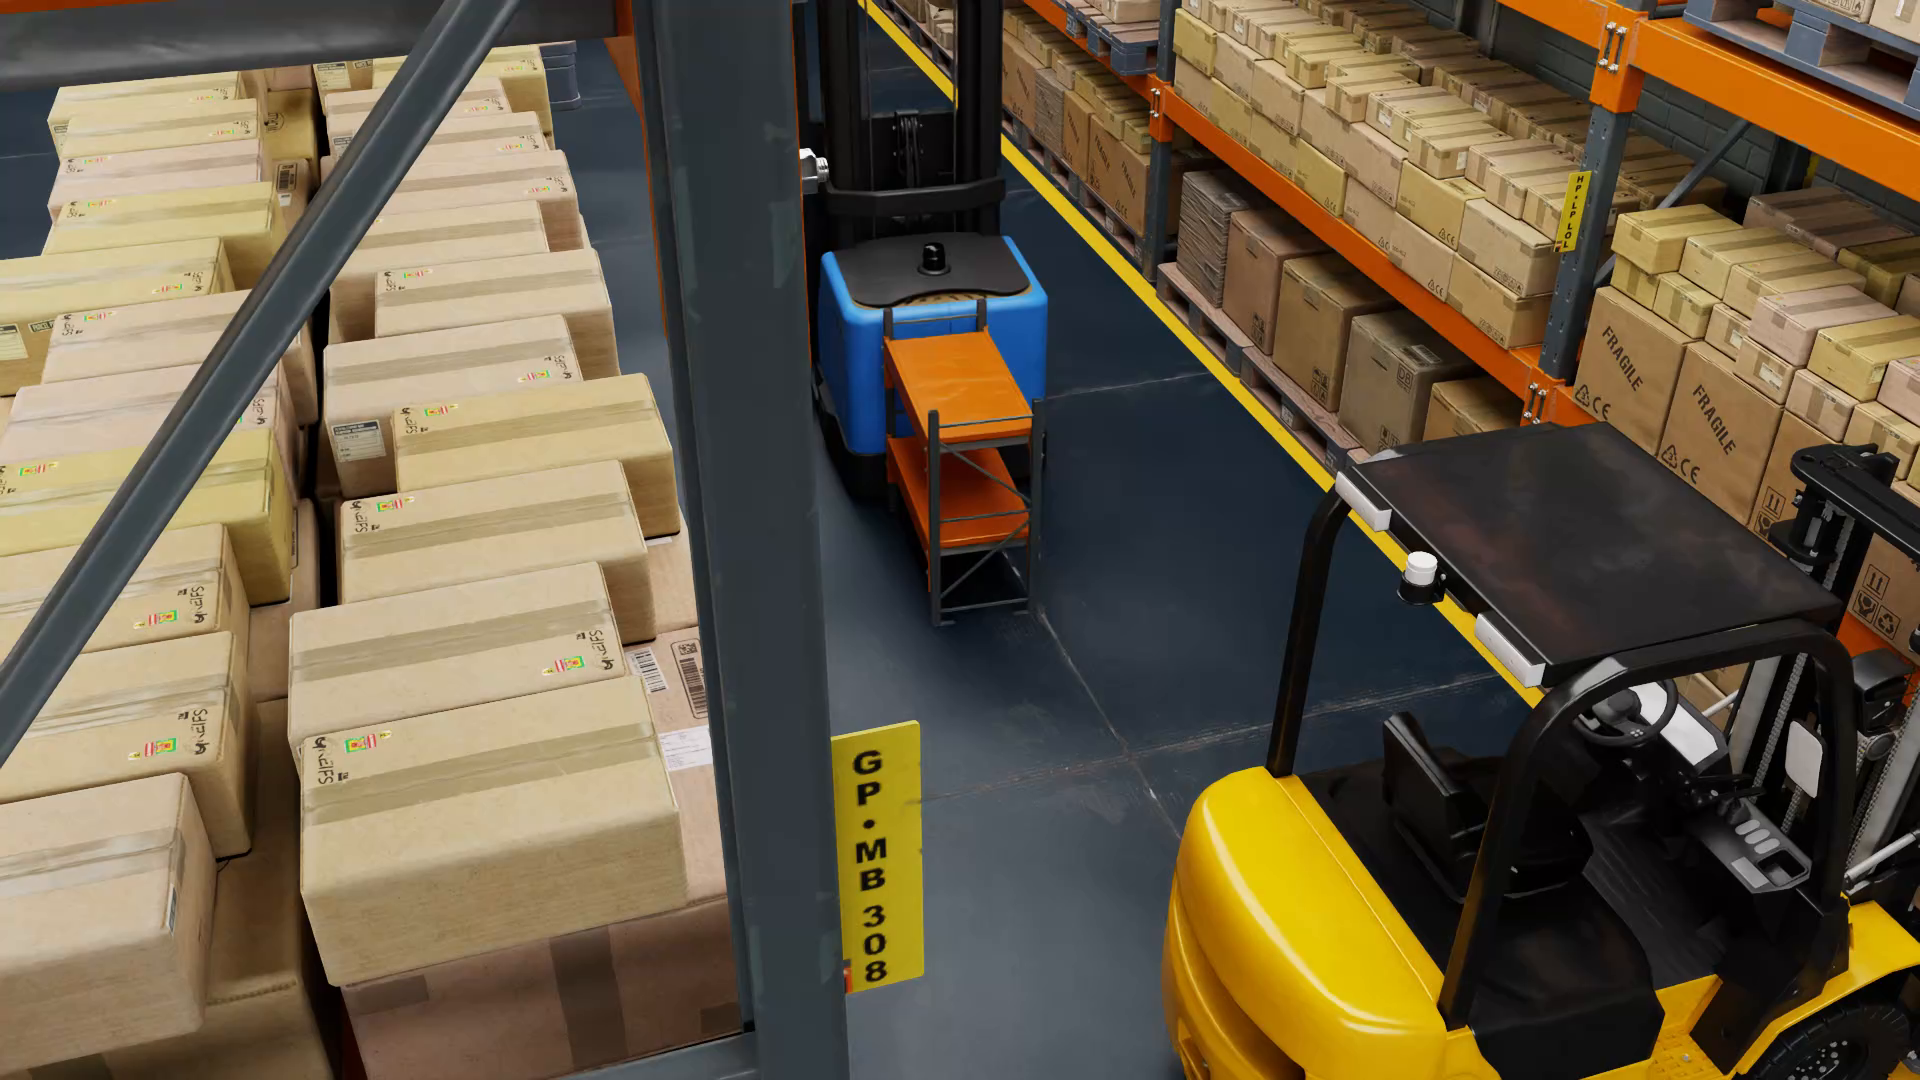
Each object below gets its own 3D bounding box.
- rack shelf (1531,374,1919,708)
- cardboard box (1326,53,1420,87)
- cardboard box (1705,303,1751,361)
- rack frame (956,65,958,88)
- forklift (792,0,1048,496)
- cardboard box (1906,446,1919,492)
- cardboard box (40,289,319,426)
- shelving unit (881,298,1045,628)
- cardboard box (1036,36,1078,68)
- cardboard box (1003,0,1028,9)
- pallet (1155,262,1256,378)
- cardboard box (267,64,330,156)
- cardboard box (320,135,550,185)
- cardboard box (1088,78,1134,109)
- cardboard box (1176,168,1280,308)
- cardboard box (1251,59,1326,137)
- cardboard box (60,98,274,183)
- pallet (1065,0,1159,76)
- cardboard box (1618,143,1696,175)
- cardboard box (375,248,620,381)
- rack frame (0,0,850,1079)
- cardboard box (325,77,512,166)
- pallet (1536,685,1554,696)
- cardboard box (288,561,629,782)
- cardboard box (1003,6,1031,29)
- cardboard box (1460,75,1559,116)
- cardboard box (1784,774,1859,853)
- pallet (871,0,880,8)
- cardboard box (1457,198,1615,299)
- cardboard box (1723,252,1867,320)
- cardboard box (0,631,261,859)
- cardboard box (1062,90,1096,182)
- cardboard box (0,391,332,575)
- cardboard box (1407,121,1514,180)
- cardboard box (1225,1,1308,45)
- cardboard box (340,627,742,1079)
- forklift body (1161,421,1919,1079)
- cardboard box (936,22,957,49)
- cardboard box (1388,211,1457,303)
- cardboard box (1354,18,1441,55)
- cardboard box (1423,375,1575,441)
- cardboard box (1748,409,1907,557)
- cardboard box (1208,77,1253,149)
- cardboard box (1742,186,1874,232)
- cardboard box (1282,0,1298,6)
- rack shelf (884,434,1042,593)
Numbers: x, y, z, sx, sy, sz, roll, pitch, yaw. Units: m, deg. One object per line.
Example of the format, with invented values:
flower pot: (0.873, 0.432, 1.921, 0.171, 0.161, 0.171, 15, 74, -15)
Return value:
rack shelf: (3.515, 0.426, 5.537, 1.077, 0.370, 4.000, -10, 35, -15)
cardboard box: (2.077, -2.324, 8.367, 0.380, 0.149, 0.250, -10, 35, -15)
cardboard box: (2.938, -0.757, 5.996, 0.380, 0.149, 0.250, -10, 35, -15)
rack frame: (0.465, -5.125, 13.285, 1.000, 3.000, 0.127, -10, 35, -15)
forklift: (-0.375, -2.253, 9.001, 1.130, 2.935, 3.031, -7, 34, -11)
cardboard box: (3.205, -0.210, 5.168, 0.380, 0.149, 0.250, -11, 35, -16)
cardboard box: (-1.273, -0.281, 2.738, 0.380, 0.149, 0.250, -11, 35, -16)
shelving unit: (-0.004, -0.377, 7.800, 0.538, 1.125, 1.048, -7, 34, -11)
cardboard box: (0.779, -3.620, 12.305, 0.380, 0.149, 0.250, -9, 34, -13)
cardboard box: (0.446, -4.290, 13.050, 0.380, 0.149, 0.250, -12, 35, -17)
pallet: (1.899, -1.422, 10.211, 1.003, 0.211, 1.213, -10, 35, -15)
cardboard box: (-1.947, -1.124, 4.375, 0.500, 0.250, 0.500, -11, 35, -16)
cardboard box: (-1.133, -0.679, 3.702, 0.500, 0.250, 0.500, -11, 35, -16)
cardboard box: (1.105, -3.074, 11.480, 0.380, 0.149, 0.250, -9, 35, -13)
cardboard box: (1.862, -1.879, 10.146, 0.875, 0.625, 0.625, -9, 34, -13)
cardboard box: (1.882, -2.356, 8.777, 0.500, 0.250, 0.500, -11, 35, -16)
cardboard box: (-1.678, -0.811, 3.540, 0.380, 0.149, 0.250, -11, 35, -16)
pallet: (1.411, -3.289, 10.680, 1.213, 0.211, 1.003, -10, 35, -15)
cardboard box: (2.970, -1.607, 7.282, 0.380, 0.149, 0.250, -11, 35, -16)
cardboard box: (-0.799, -0.368, 2.870, 0.380, 0.149, 0.250, -9, 35, -13)
rack frame: (-0.598, -0.491, 0.831, 0.949, 2.616, 0.053, -10, 35, -15)
cardboard box: (-1.184, -0.893, 3.664, 0.380, 0.149, 0.250, -11, 35, -16)
pallet: (3.108, 0.663, 7.054, 1.003, 0.211, 1.213, -10, 35, -15)
cardboard box: (-0.607, 0.182, 2.037, 0.380, 0.149, 0.250, -10, 35, -15)
cardboard box: (0.479, -4.162, 13.126, 0.380, 0.149, 0.250, -11, 35, -16)
cardboard box: (2.664, -2.136, 8.082, 0.380, 0.149, 0.250, -10, 35, -15)
cardboard box: (3.210, 0.940, 5.766, 0.500, 0.250, 0.500, -10, 35, -15)
pallet: (-0.488, -5.603, 16.538, 1.003, 0.211, 1.213, -10, 35, -15)
cardboard box: (2.512, -1.285, 7.157, 0.500, 0.250, 0.500, -11, 35, -16)
cardboard box: (2.972, -0.889, 5.926, 0.380, 0.149, 0.250, -11, 35, -16)
cardboard box: (-1.027, 0.263, 1.915, 0.380, 0.149, 0.250, -9, 35, -14)
cardboard box: (1.046, -2.882, 11.776, 0.500, 0.500, 0.500, -9, 34, -13)
cardboard box: (-1.328, -0.060, 2.765, 0.500, 0.250, 0.500, -9, 35, -13)
cardboard box: (2.263, -1.764, 7.520, 0.380, 0.149, 0.250, -11, 35, -16)
cardboard box: (1.687, -2.849, 9.162, 0.380, 0.149, 0.250, -9, 35, -13)
cardboard box: (-0.500, 0.391, 2.084, 0.500, 0.250, 0.500, -11, 35, -16)
forklift body: (1.809, 0.841, 5.026, 2.313, 2.155, 1.214, -10, 35, -15)
cardboard box: (0.015, -4.354, 14.323, 0.380, 0.149, 0.250, -11, 35, -16)
cardboard box: (2.344, -1.345, 7.701, 0.500, 0.250, 0.500, -10, 35, -15)
cardboard box: (2.331, -2.668, 8.888, 0.380, 0.149, 0.250, -10, 35, -15)
cardboard box: (2.735, -0.381, 7.879, 0.875, 0.625, 0.625, -8, 34, -13)
cardboard box: (3.122, -0.153, 5.670, 0.500, 0.500, 0.500, -10, 35, -15)
cardboard box: (1.736, -2.423, 9.332, 0.500, 0.250, 0.500, -11, 35, -16)
cardboard box: (3.290, -1.244, 6.463, 0.380, 0.149, 0.250, -10, 35, -15)
cardboard box: (1.977, -3.200, 9.693, 0.380, 0.149, 0.250, -9, 34, -13)
rack shelf: (-0.004, -0.173, 7.935, 0.538, 0.278, 1.000, -7, 34, -11)
